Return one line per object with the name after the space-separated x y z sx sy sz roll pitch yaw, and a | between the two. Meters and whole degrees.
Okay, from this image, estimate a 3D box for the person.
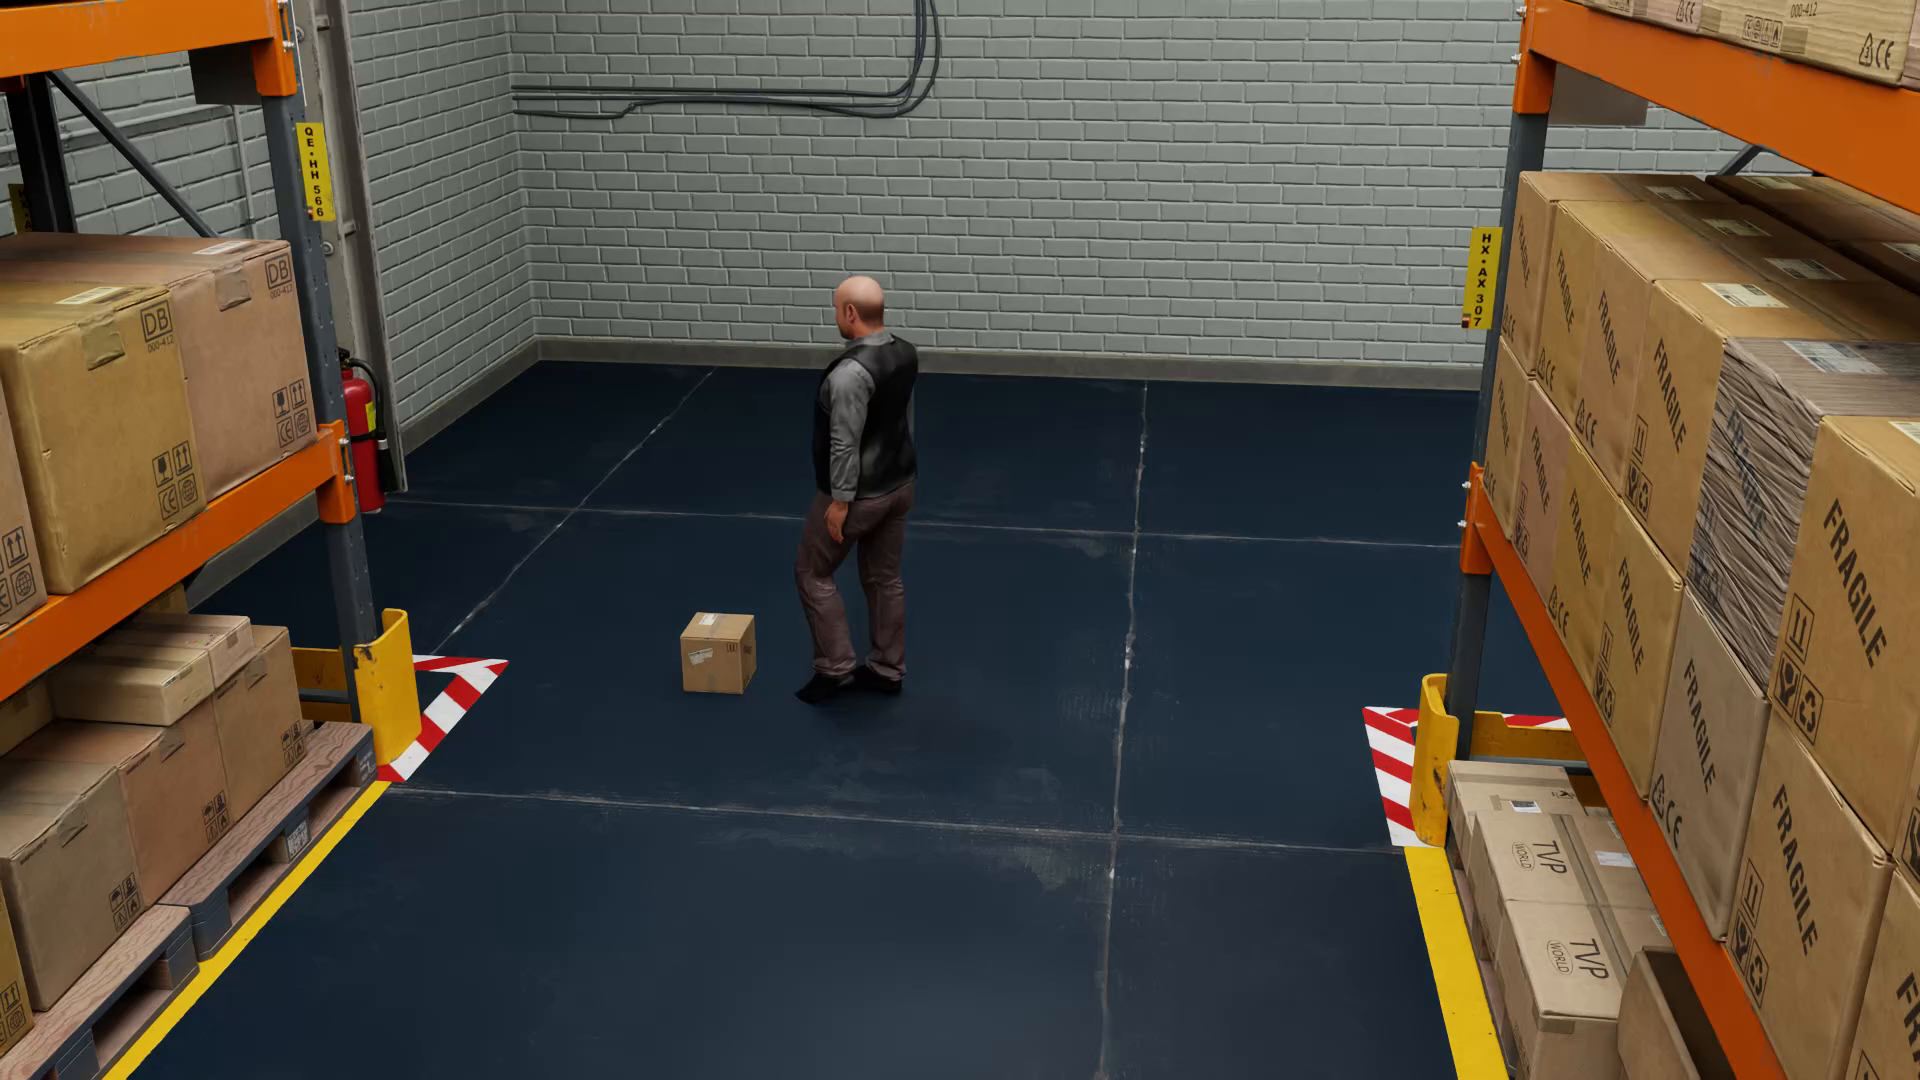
-0.405 -0.176 6.621 0.439 1.771 0.564 13 25 31 | person
